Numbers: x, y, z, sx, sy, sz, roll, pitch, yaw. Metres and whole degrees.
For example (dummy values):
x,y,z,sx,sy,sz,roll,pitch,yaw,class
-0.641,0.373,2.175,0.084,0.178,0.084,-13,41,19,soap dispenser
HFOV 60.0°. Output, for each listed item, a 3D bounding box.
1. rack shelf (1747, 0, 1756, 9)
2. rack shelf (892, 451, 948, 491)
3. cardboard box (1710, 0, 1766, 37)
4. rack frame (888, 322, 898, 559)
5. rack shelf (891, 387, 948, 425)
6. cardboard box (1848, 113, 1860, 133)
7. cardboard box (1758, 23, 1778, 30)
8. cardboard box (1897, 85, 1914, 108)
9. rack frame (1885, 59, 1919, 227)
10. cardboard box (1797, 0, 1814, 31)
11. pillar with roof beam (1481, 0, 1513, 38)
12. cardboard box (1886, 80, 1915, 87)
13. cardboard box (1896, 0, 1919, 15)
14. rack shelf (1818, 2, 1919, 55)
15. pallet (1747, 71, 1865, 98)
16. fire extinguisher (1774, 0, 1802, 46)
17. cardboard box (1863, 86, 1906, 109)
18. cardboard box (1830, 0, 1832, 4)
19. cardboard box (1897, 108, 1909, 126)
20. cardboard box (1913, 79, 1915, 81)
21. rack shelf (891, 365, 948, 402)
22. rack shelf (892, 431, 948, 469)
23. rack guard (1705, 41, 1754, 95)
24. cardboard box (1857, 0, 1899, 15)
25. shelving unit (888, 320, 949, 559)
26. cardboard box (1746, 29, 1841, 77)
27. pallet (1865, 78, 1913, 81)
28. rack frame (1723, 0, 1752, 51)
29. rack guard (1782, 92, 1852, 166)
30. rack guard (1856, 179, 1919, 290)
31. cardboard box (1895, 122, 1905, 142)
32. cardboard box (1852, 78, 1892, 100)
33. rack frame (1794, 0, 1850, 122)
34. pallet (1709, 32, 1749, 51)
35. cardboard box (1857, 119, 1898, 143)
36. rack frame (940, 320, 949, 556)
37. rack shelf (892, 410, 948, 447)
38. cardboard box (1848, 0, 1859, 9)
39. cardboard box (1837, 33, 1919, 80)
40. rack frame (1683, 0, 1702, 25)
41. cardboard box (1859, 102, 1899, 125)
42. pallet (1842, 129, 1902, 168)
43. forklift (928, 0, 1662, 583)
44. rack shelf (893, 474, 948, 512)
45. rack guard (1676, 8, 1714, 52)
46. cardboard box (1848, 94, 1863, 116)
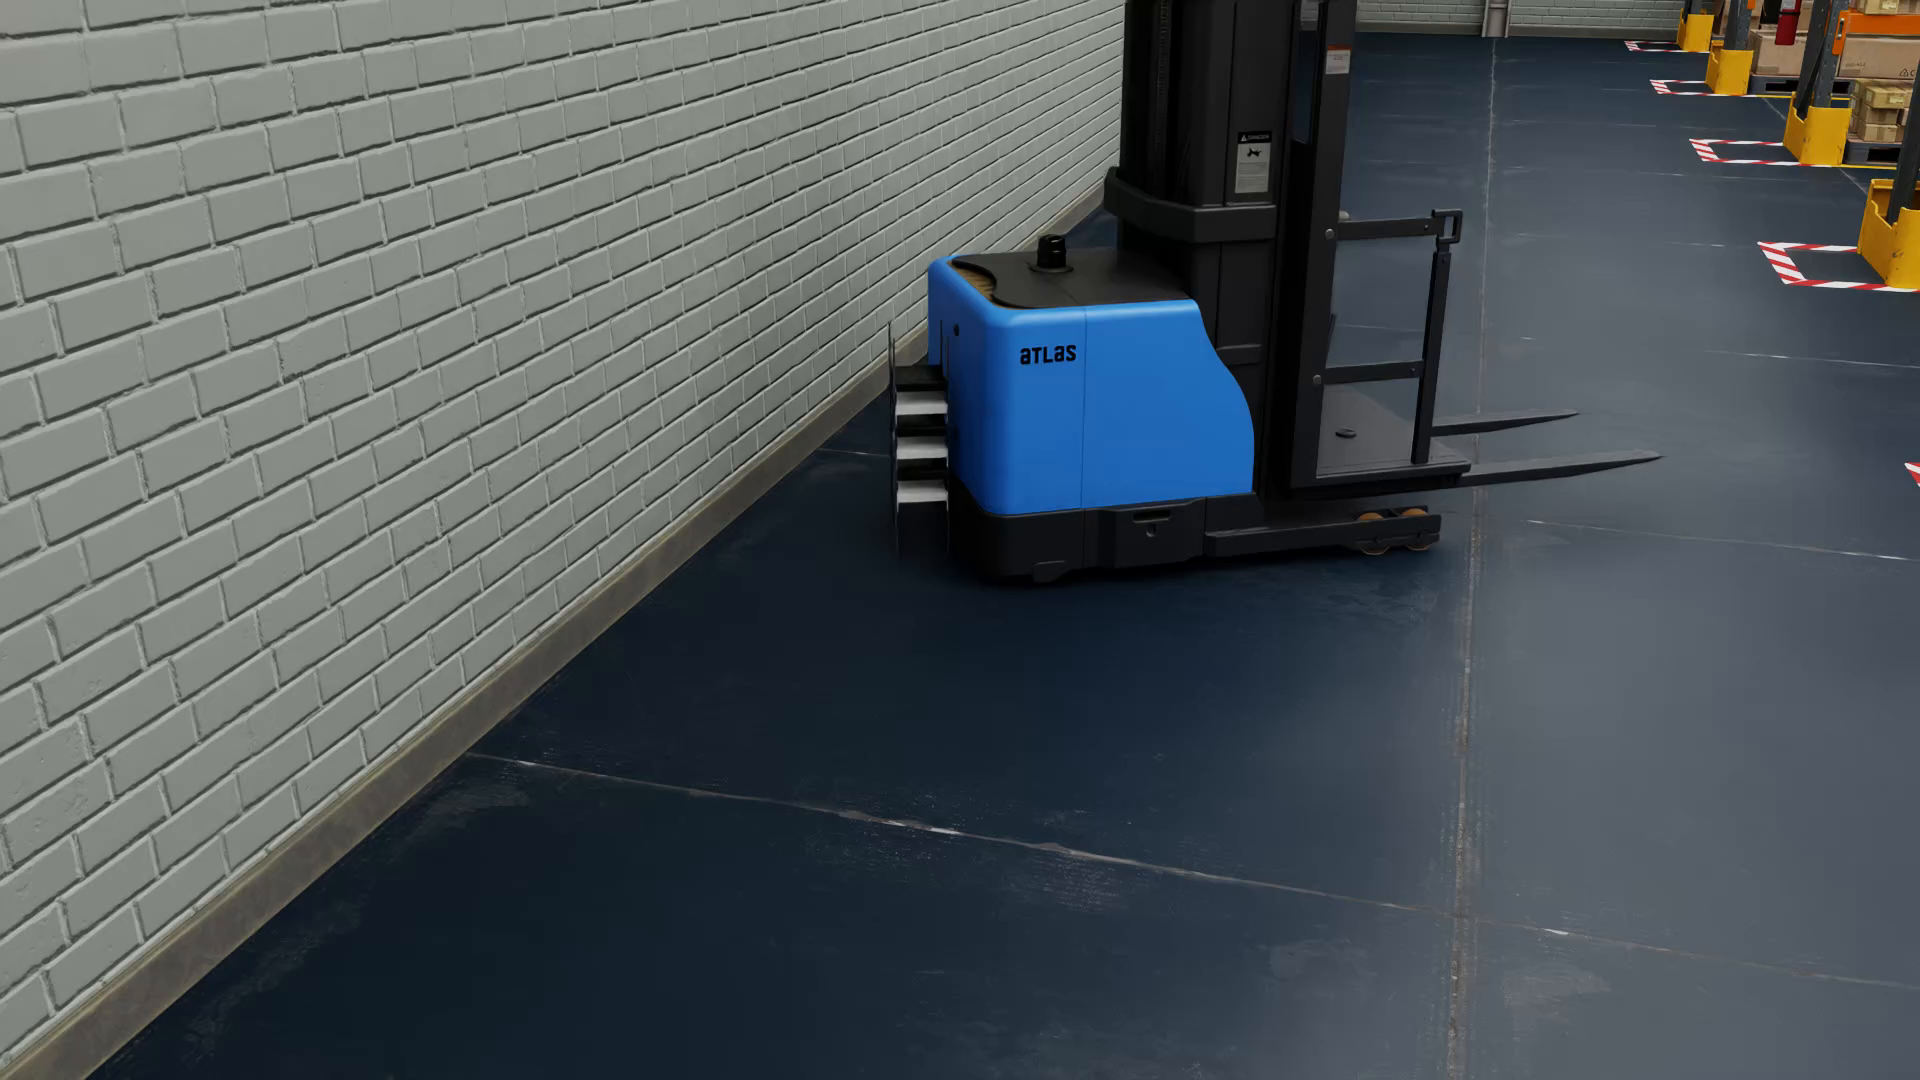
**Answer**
x,y,z,sx,sy,sz,roll,pitch,yaw,class
11.134,-6.257,19.019,4.000,0.370,1.077,7,23,16,rack shelf
-0.161,-0.278,6.587,0.200,0.077,0.258,-3,22,-6,rack shelf
11.208,-7.551,23.961,0.637,0.503,0.797,6,23,13,cardboard box
-0.262,-0.387,6.529,0.006,0.900,0.240,-3,22,-6,rack frame
-0.161,-0.528,6.484,0.200,0.077,0.258,-3,22,-6,rack shelf
8.450,-3.893,15.511,0.250,0.149,0.380,7,23,16,cardboard box
11.603,-7.326,23.881,0.250,0.149,0.380,6,23,13,cardboard box
8.588,-3.983,14.946,0.250,0.149,0.380,7,23,16,cardboard box
6.357,-3.208,10.639,0.127,3.000,1.000,7,23,16,rack frame
12.015,-7.441,23.699,0.500,0.500,0.700,8,23,18,cardboard box
7.085,-10.447,20.382,0.400,9.000,9.100,7,23,16,pillar with roof beam
8.690,-4.136,15.319,0.250,0.149,0.380,7,23,17,cardboard box
8.357,-4.716,14.645,0.250,0.149,0.380,7,23,17,cardboard box
9.801,-4.447,14.608,4.000,0.370,1.077,7,23,16,rack shelf
10.007,-5.460,19.802,1.213,0.211,1.003,7,23,16,pallet
7.778,-4.986,15.567,0.183,0.674,0.296,7,23,16,fire extinguisher
8.290,-3.969,14.913,0.250,0.149,0.380,5,23,13,cardboard box
12.492,-7.347,23.469,0.500,0.500,0.500,7,23,17,cardboard box
8.560,-3.811,14.920,0.250,0.149,0.380,6,23,15,cardboard box
8.975,-4.153,15.362,0.250,0.149,0.380,6,23,14,cardboard box
-0.161,-0.611,6.450,0.200,0.077,0.258,-3,22,-6,rack shelf
-0.161,-0.361,6.553,0.200,0.077,0.258,-3,22,-6,rack shelf
9.196,-5.655,19.898,0.348,0.500,1.175,7,23,16,rack guard
8.102,-4.729,14.676,0.250,0.149,0.380,6,23,15,cardboard box
-0.161,-0.392,6.540,0.210,0.900,0.258,-3,22,-6,shelving unit
9.880,-5.782,19.736,0.875,0.438,0.875,6,23,14,cardboard box
11.172,-5.325,19.474,1.213,0.211,1.003,7,23,16,pallet
9.219,-6.809,19.417,0.127,3.000,1.000,7,23,16,rack frame
7.959,-3.835,15.460,0.348,0.500,1.175,7,23,16,rack guard
6.334,-2.055,11.120,0.348,0.500,1.175,7,23,16,rack guard
8.570,-3.702,15.046,0.250,0.149,0.380,6,23,15,cardboard box
8.466,-4.184,15.437,0.250,0.149,0.380,7,23,16,cardboard box
7.886,-4.999,15.006,0.127,3.000,1.000,7,23,16,rack frame
11.486,-7.227,24.111,1.213,0.211,1.003,7,23,16,pallet
8.295,-3.701,15.043,0.250,0.149,0.380,7,23,17,cardboard box
-0.060,-0.397,6.551,0.006,0.900,0.240,-3,22,-6,rack frame
-0.161,-0.444,6.518,0.200,0.077,0.258,-3,22,-6,rack shelf
8.280,-4.950,15.217,0.250,0.149,0.380,7,23,16,cardboard box
10.759,-5.685,19.499,0.875,0.438,0.875,7,23,17,cardboard box
10.650,-8.613,23.815,0.127,3.000,1.000,7,23,16,rack frame
8.314,-3.862,15.043,0.250,0.149,0.380,8,23,18,cardboard box
8.727,-3.599,15.266,1.213,0.211,1.003,7,23,16,pallet
1.431,-1.482,6.521,3.031,2.935,1.130,-6,23,-14,forklift
-0.161,-0.195,6.621,0.200,0.077,0.258,-3,22,-6,rack shelf
10.722,-7.448,24.269,0.348,0.500,1.175,7,23,16,rack guard
8.474,-4.058,15.522,0.250,0.149,0.380,6,23,14,cardboard box
